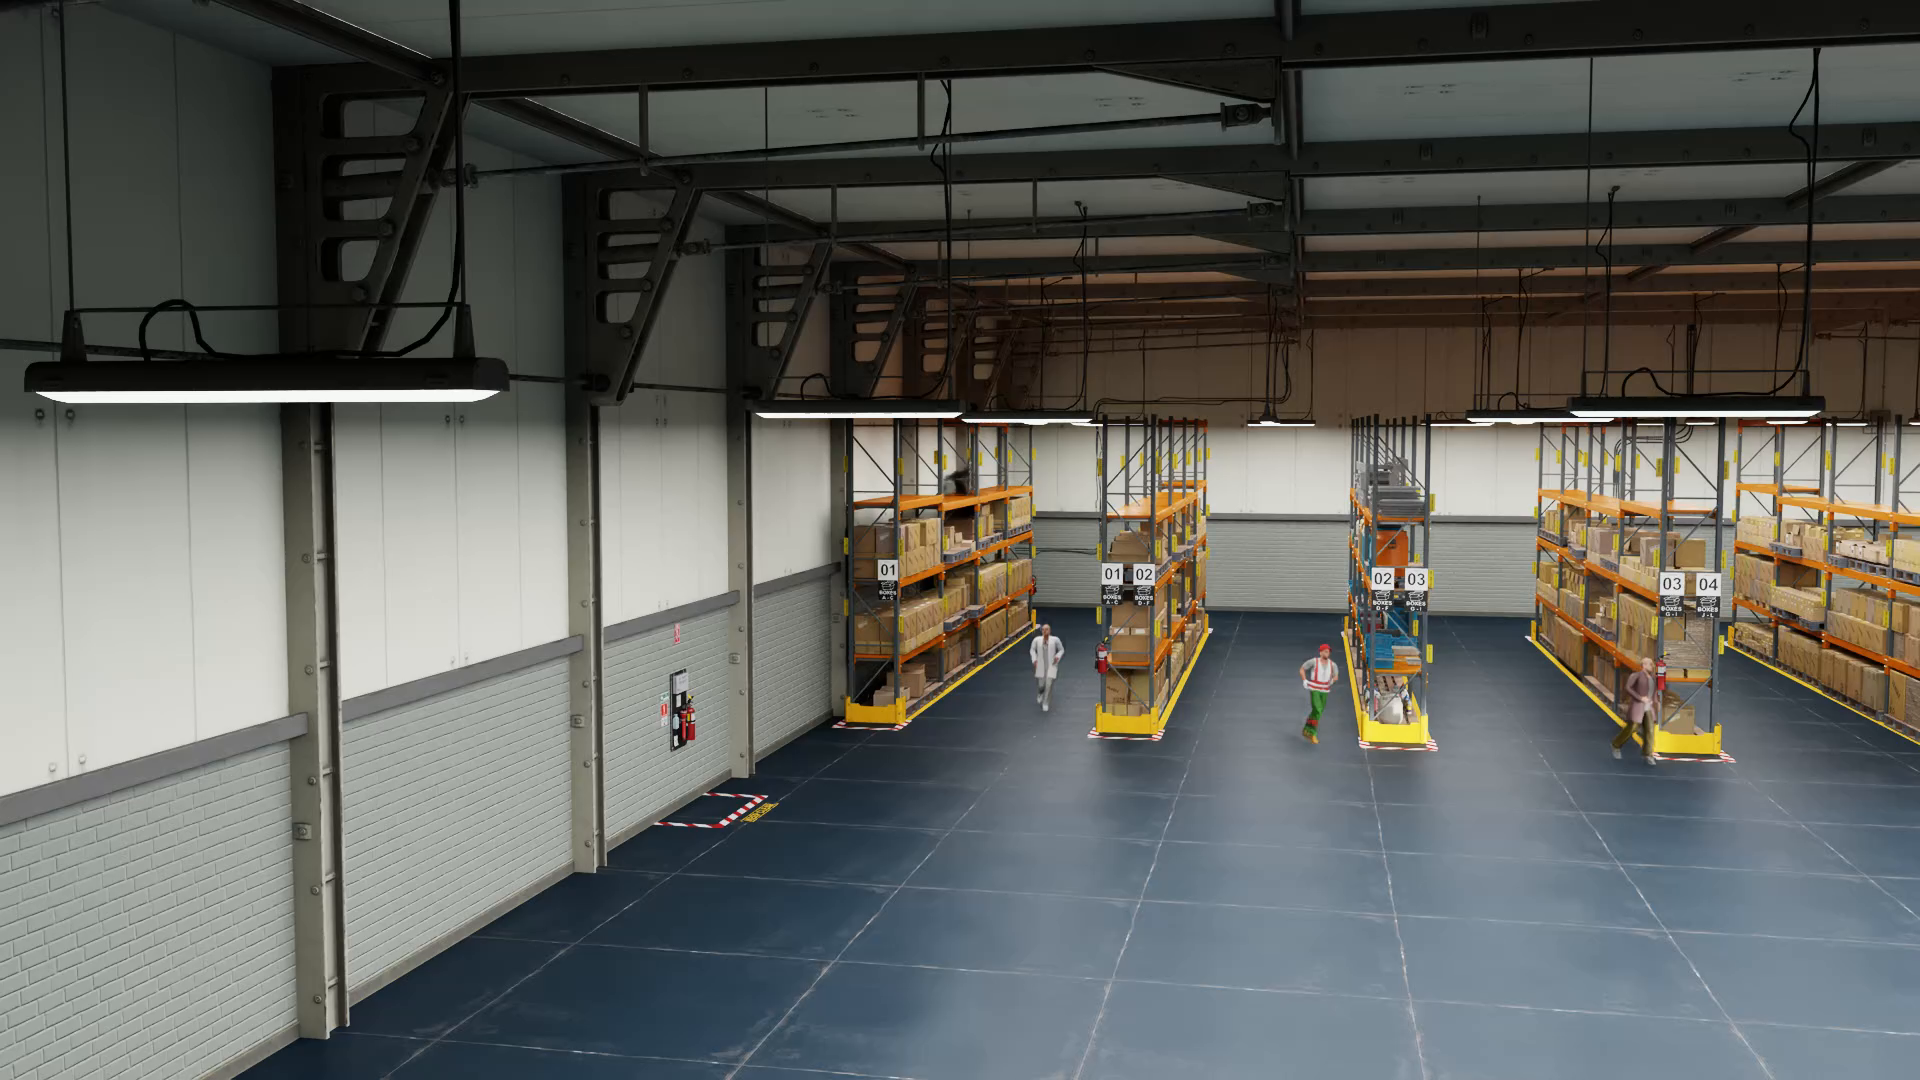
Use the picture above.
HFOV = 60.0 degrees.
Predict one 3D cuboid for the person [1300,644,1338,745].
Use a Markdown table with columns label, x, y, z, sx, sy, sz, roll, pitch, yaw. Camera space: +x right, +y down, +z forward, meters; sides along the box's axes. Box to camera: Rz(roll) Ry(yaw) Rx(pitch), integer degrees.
| label | x | y | z | sx | sy | sz | roll | pitch | yaw |
| --- | --- | --- | --- | --- | --- | --- | --- | --- | --- |
| person | 6.621 | 2.816 | 30.542 | 0.654 | 1.810 | 0.712 | -1 | 4 | -19 |

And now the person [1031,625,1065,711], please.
| label | x | y | z | sx | sy | sz | roll | pitch | yaw |
| --- | --- | --- | --- | --- | --- | --- | --- | --- | --- |
| person | 1.785 | 2.594 | 34.023 | 0.706 | 1.752 | 0.691 | 1 | 4 | 9 |

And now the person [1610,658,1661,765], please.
| label | x | y | z | sx | sy | sz | roll | pitch | yaw |
| --- | --- | --- | --- | --- | --- | --- | --- | --- | --- |
| person | 11.774 | 2.946 | 28.644 | 0.773 | 1.717 | 0.968 | -2 | 4 | -22 |
